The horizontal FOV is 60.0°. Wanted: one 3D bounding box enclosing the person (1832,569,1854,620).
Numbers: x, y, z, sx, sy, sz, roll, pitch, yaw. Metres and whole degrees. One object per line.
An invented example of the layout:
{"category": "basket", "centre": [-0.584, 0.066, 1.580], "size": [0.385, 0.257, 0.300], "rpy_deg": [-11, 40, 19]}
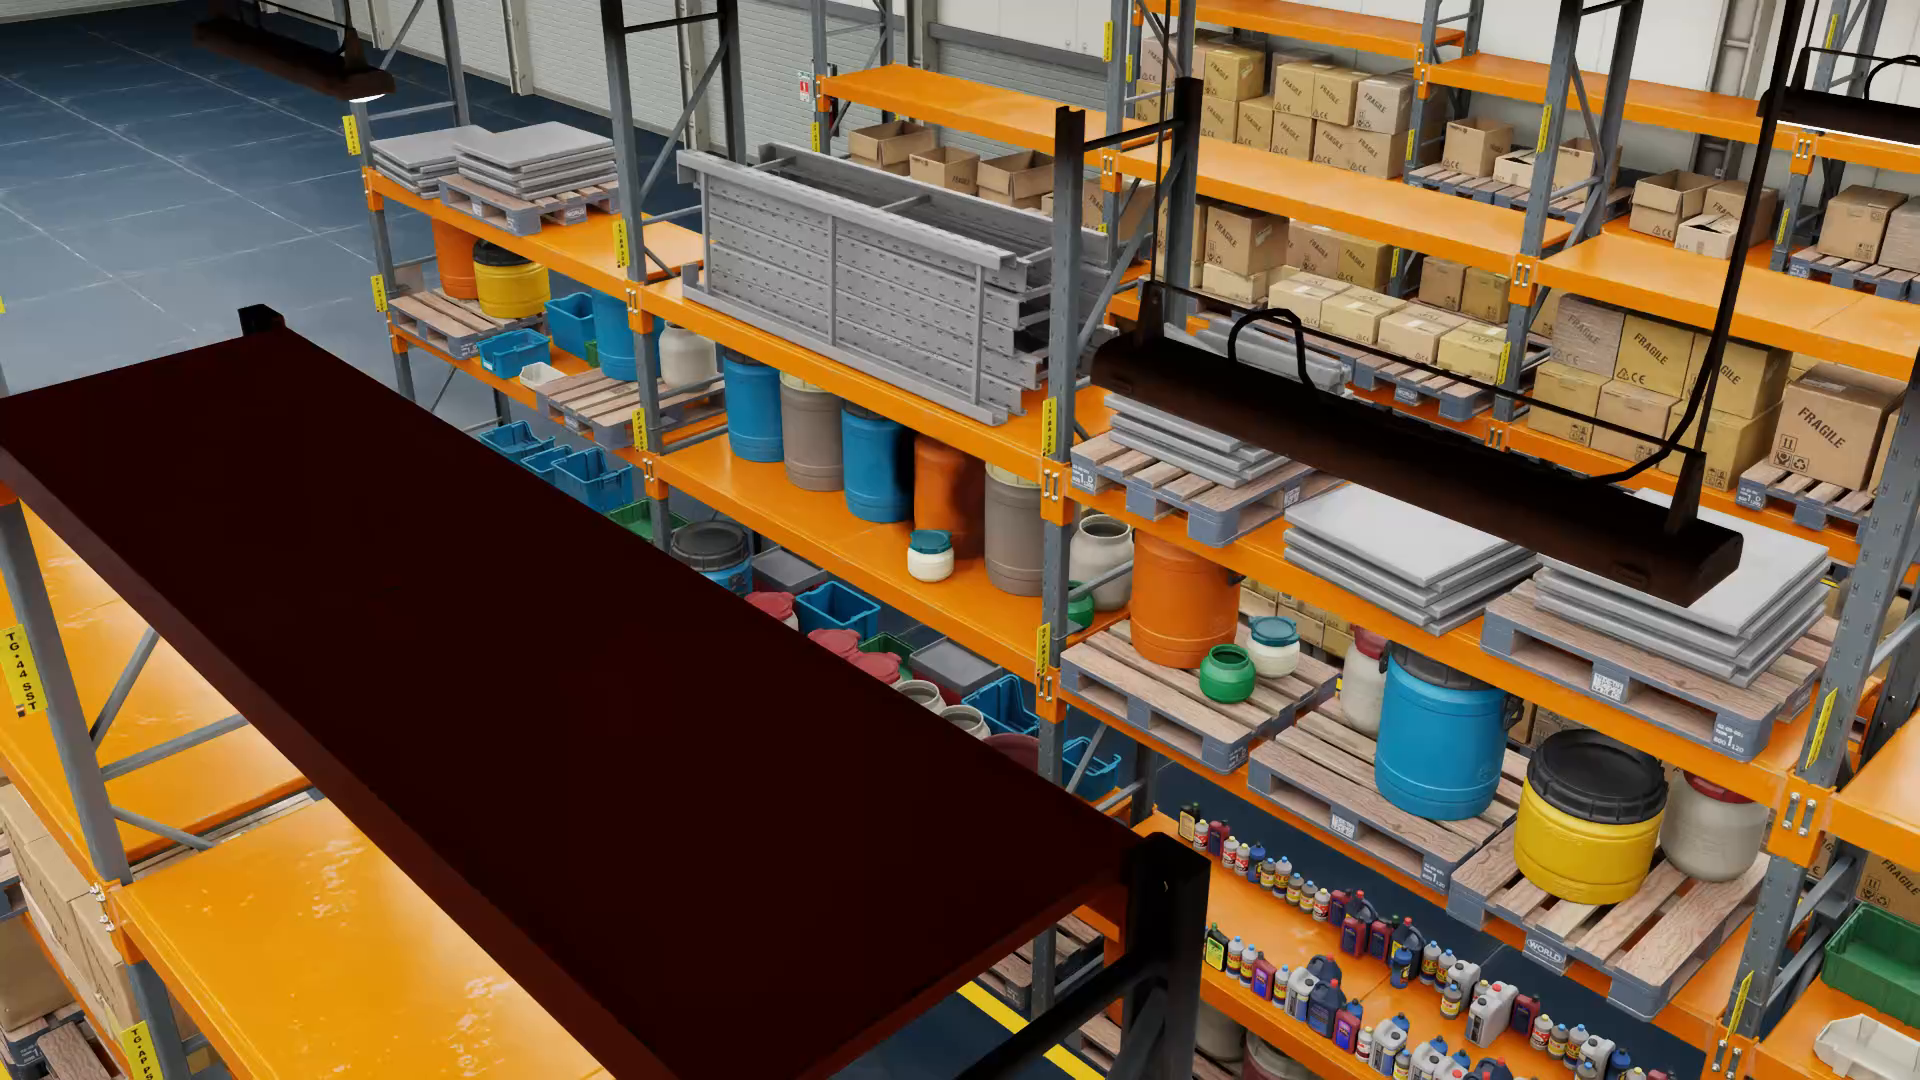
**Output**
{"category": "person", "centre": [8.008, 0.289, 14.530], "size": [0.969, 1.682, 0.651], "rpy_deg": [18, 33, 30]}
